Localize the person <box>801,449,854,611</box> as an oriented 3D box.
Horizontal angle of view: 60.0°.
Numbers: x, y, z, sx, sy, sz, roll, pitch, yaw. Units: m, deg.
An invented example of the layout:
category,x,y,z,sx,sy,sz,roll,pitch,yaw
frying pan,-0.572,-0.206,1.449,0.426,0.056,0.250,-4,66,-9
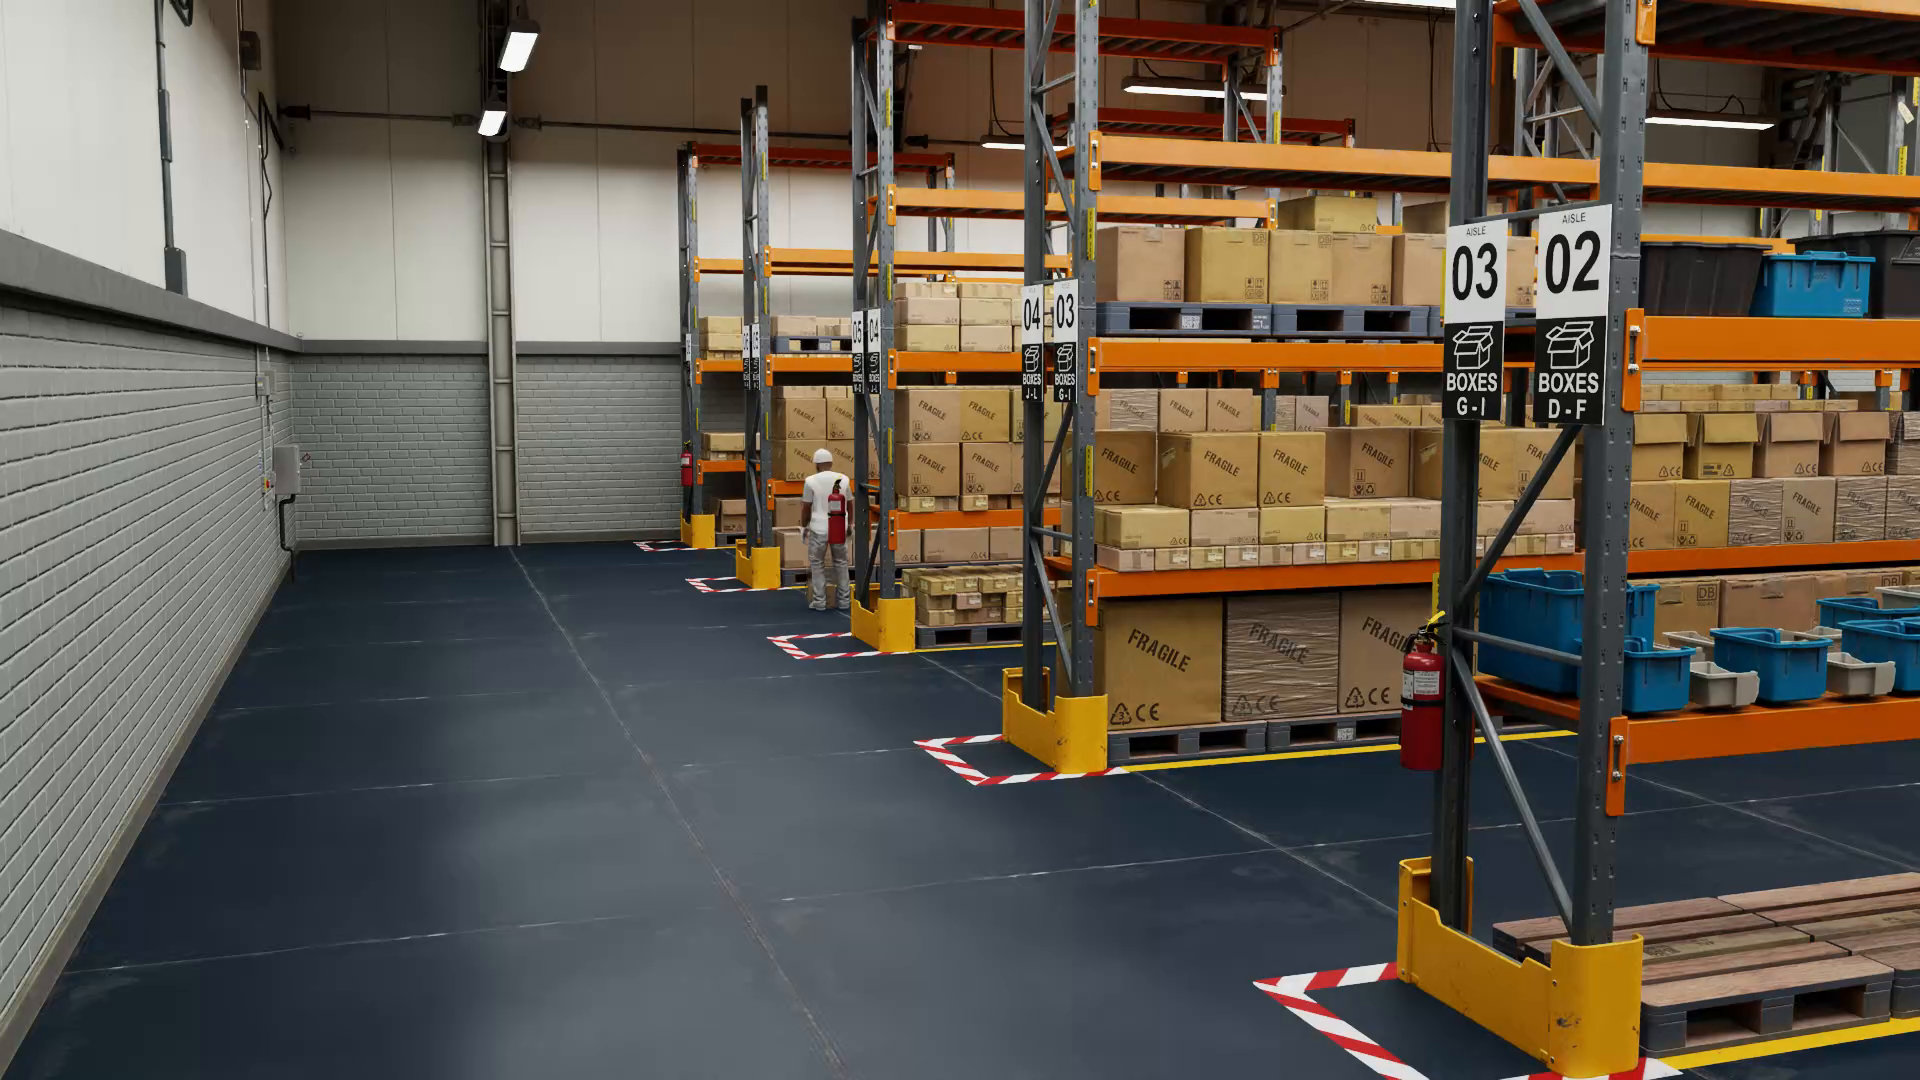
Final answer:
category,x,y,z,sx,sy,sz,roll,pitch,yaw
person,-1.465,-0.112,18.356,0.615,1.772,0.453,-2,6,-21
